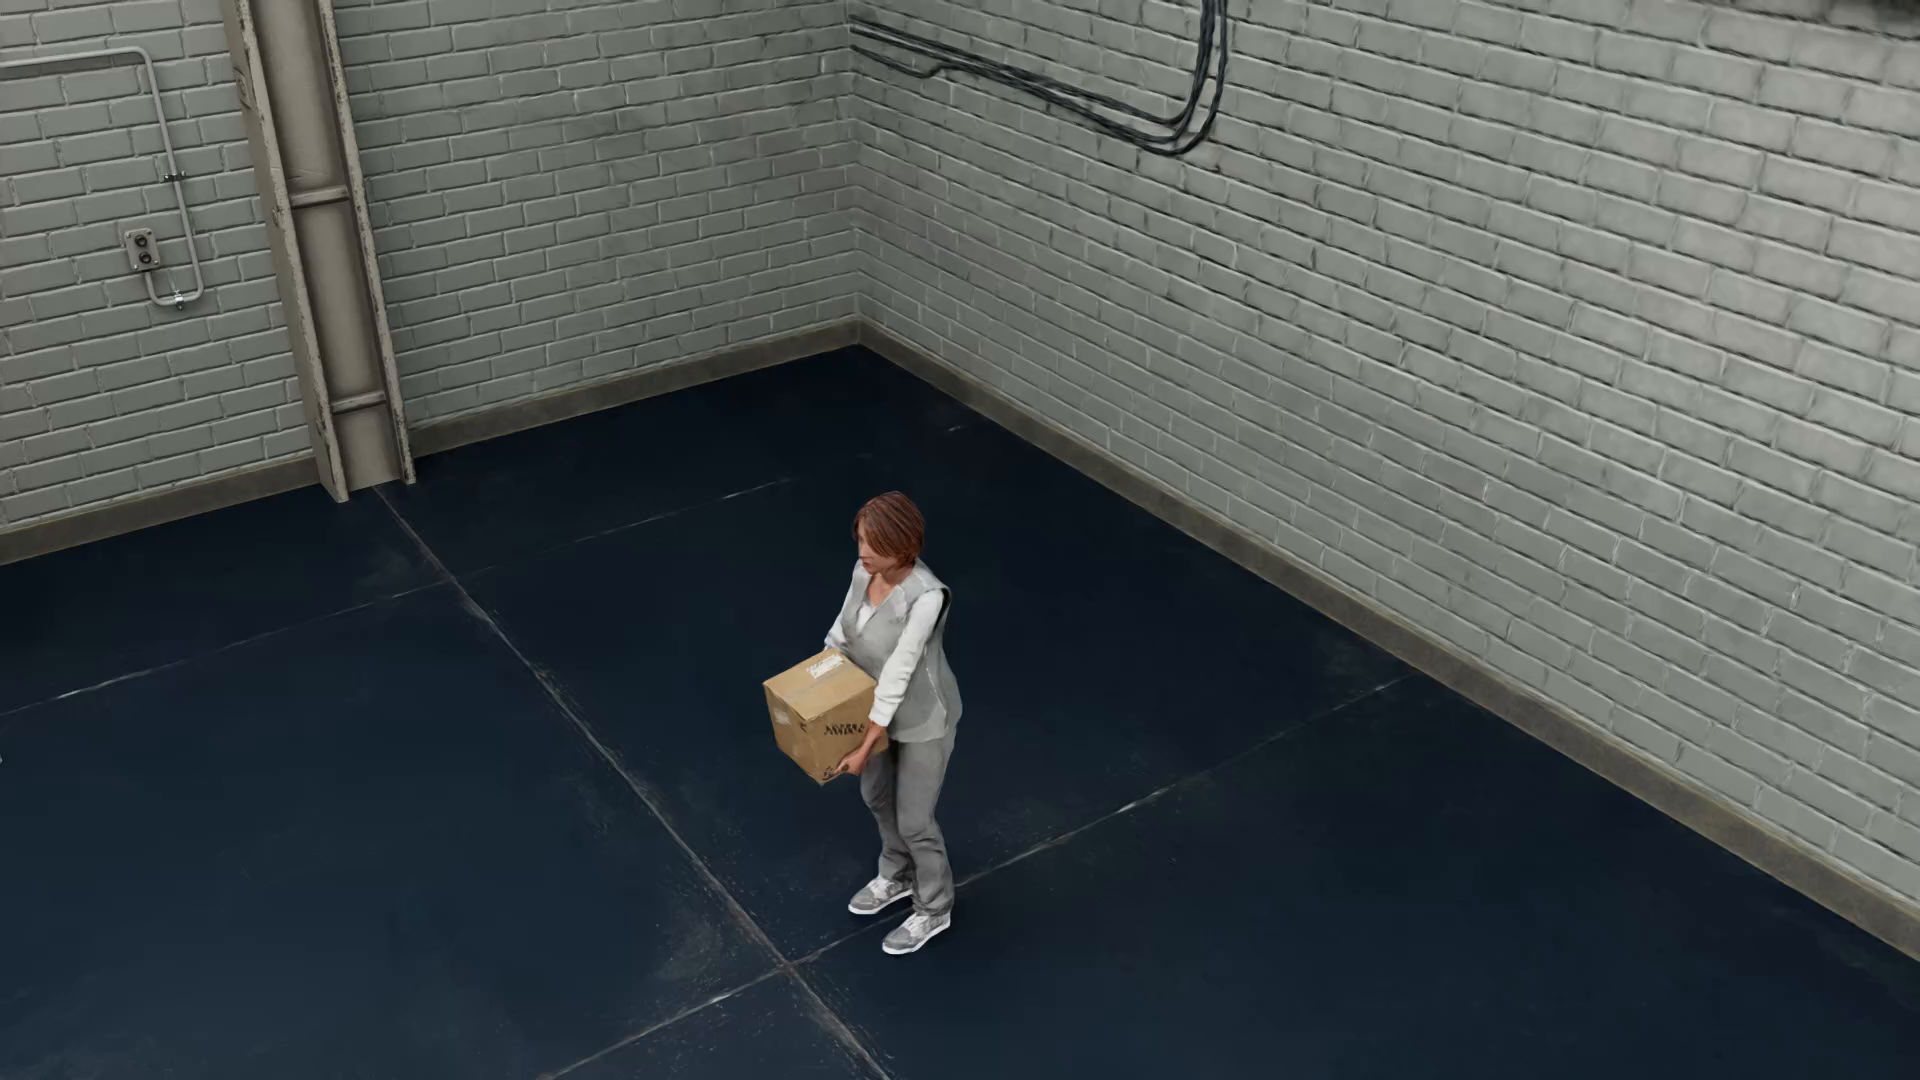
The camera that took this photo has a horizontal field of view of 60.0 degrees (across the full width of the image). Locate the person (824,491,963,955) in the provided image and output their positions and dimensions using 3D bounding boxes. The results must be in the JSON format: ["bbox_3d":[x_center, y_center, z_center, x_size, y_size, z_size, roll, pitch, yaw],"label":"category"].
[{"bbox_3d":[-0.238,0.579,5.098,0.507,1.596,0.375,-20,35,-31],"label":"person"}]
